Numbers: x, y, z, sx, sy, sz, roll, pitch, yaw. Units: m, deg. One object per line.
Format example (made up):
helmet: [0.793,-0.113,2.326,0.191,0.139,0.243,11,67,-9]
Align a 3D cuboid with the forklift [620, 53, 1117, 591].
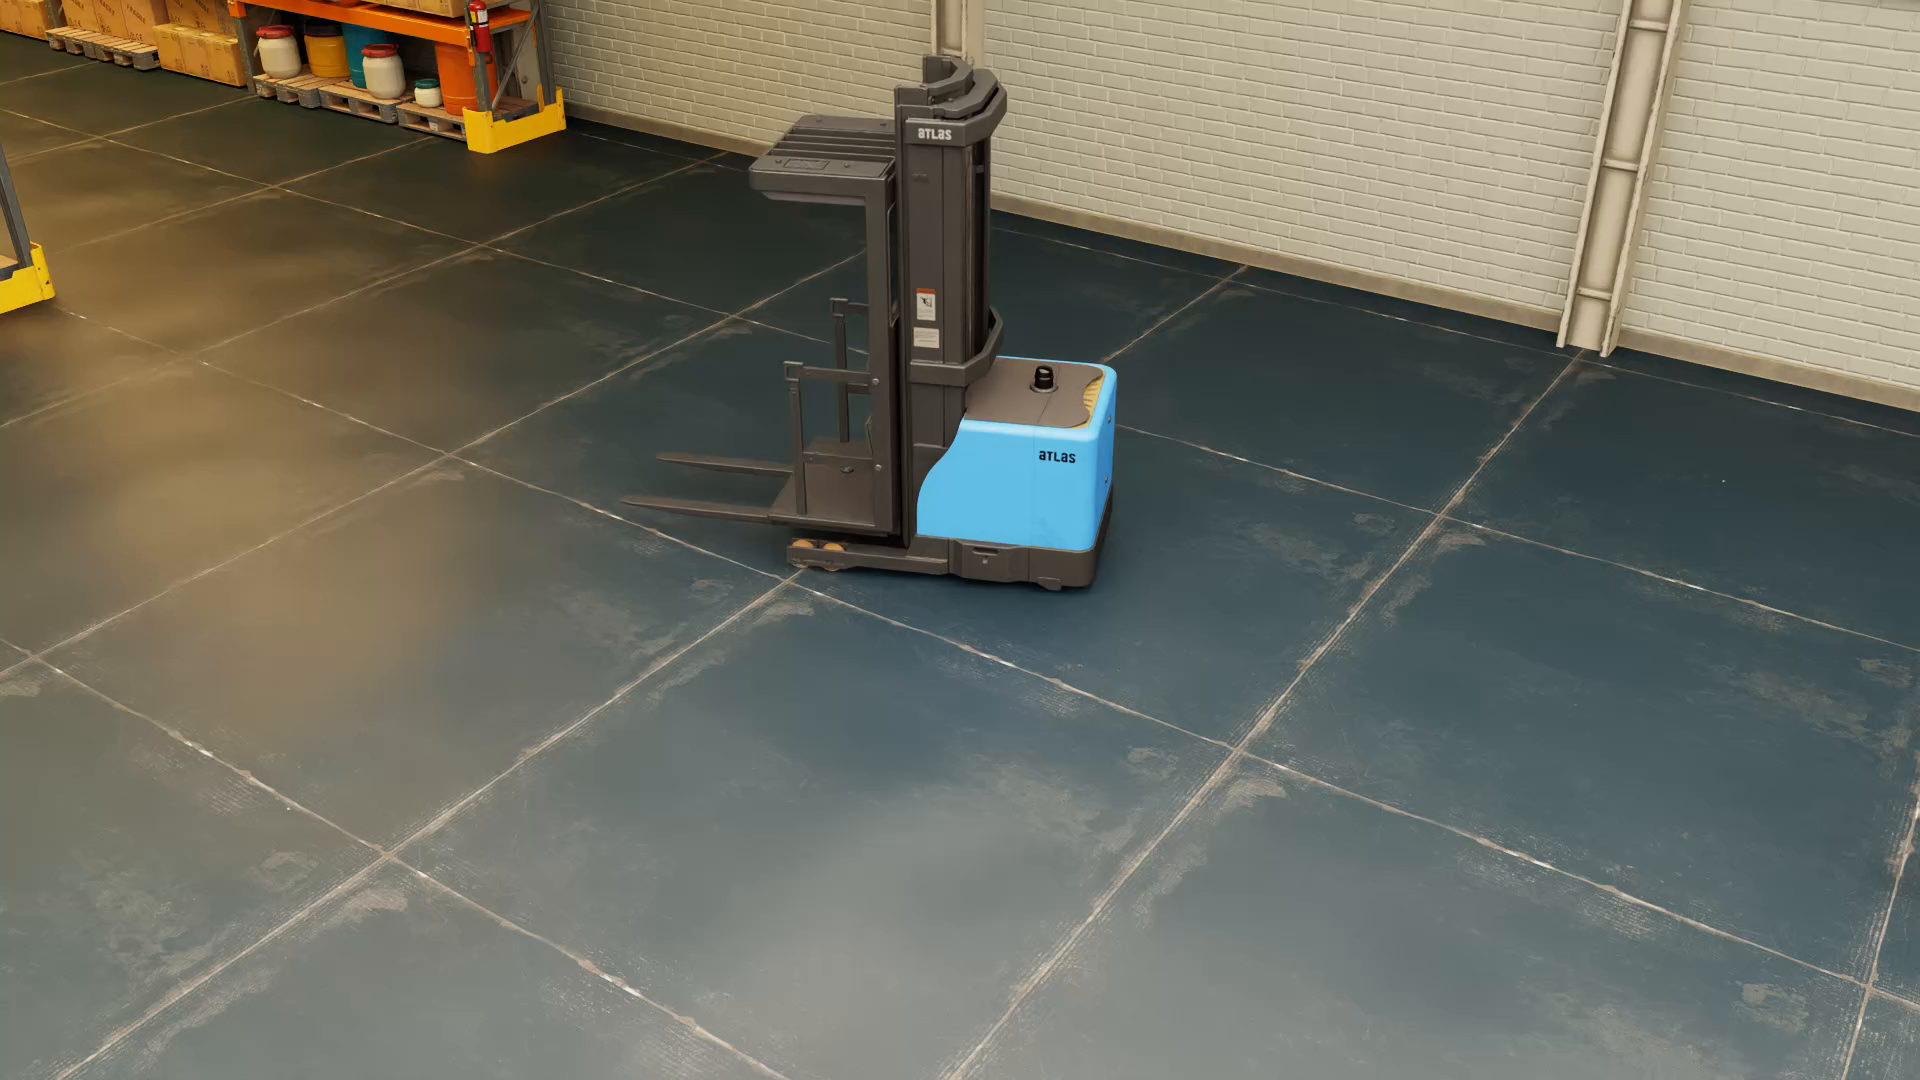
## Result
forklift: [-0.596,-1.330,9.871,3.031,2.935,1.130,6,31,10]
